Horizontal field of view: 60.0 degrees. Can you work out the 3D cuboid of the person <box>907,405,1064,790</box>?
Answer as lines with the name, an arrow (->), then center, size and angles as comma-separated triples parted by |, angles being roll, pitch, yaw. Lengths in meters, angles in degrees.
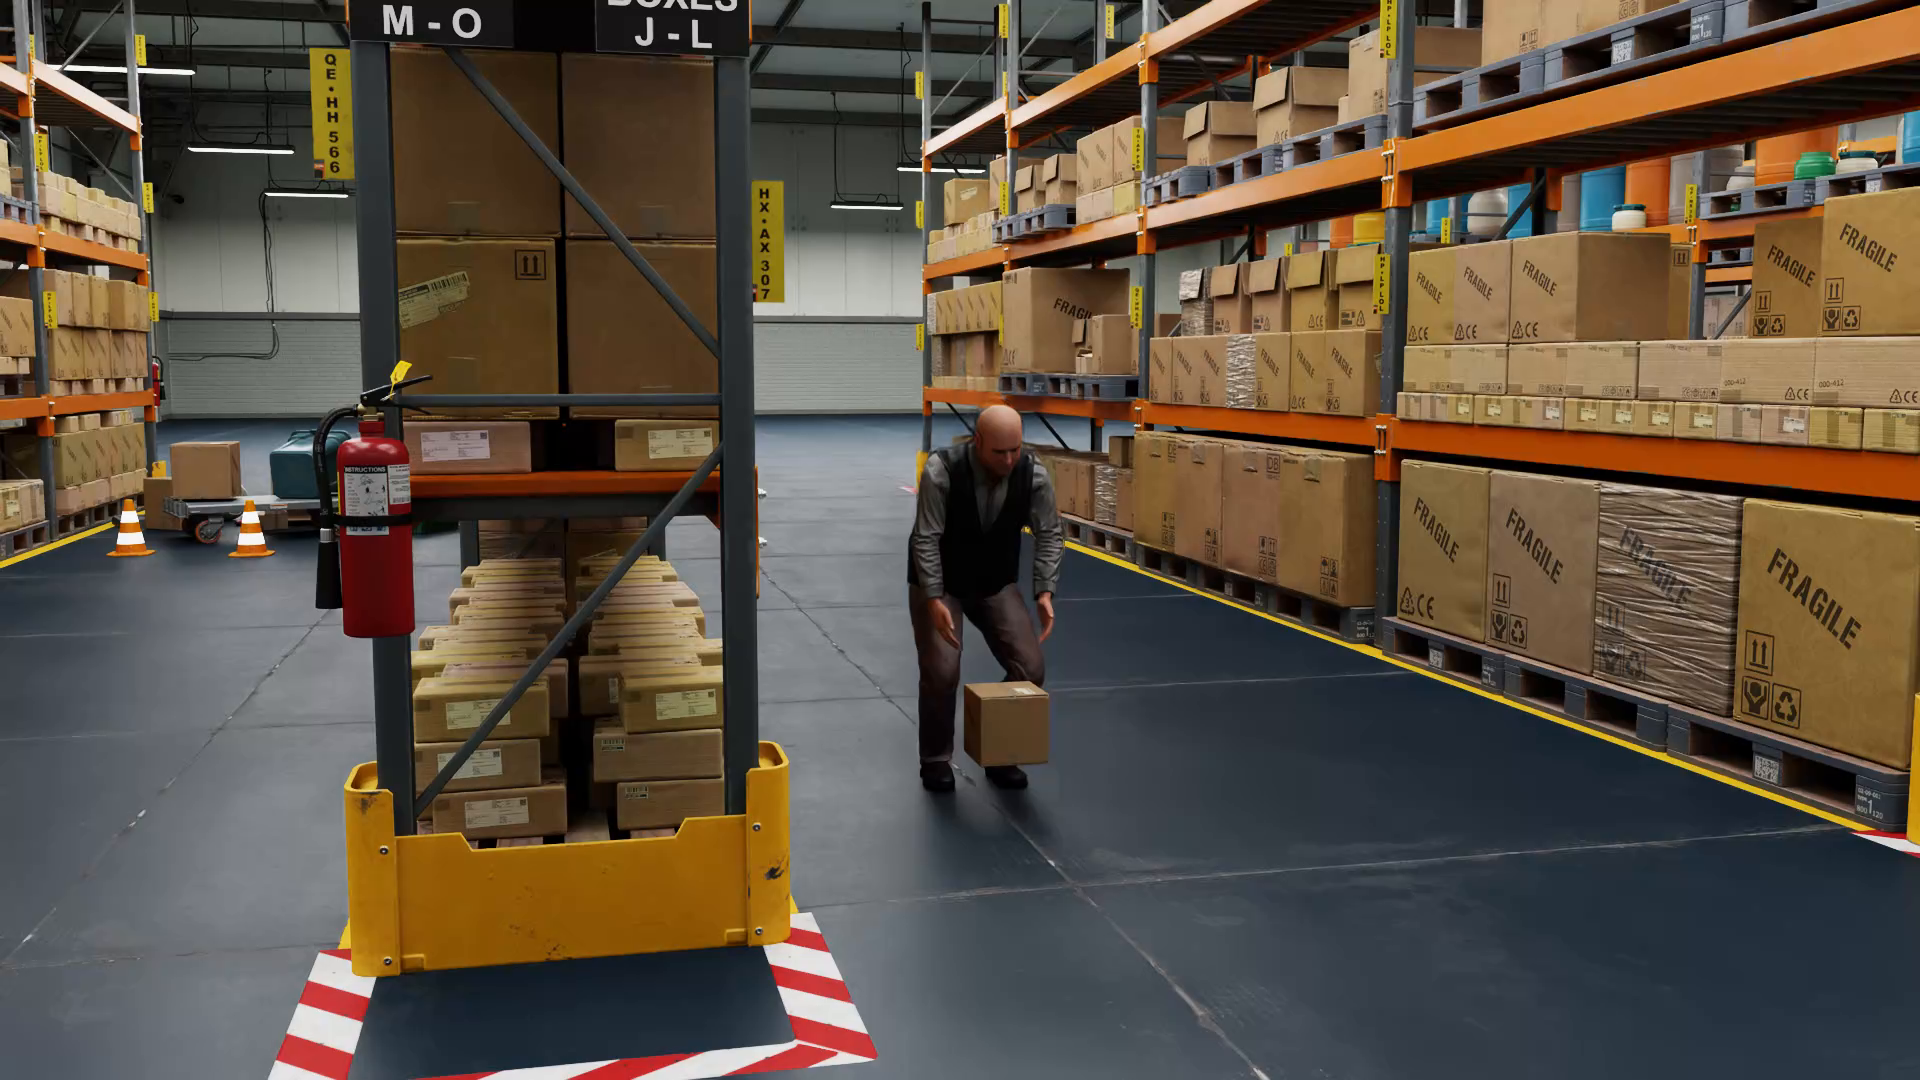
person -> 0.085, 0.211, 6.343 | 0.590, 1.462, 0.669 | -1, 6, -13
